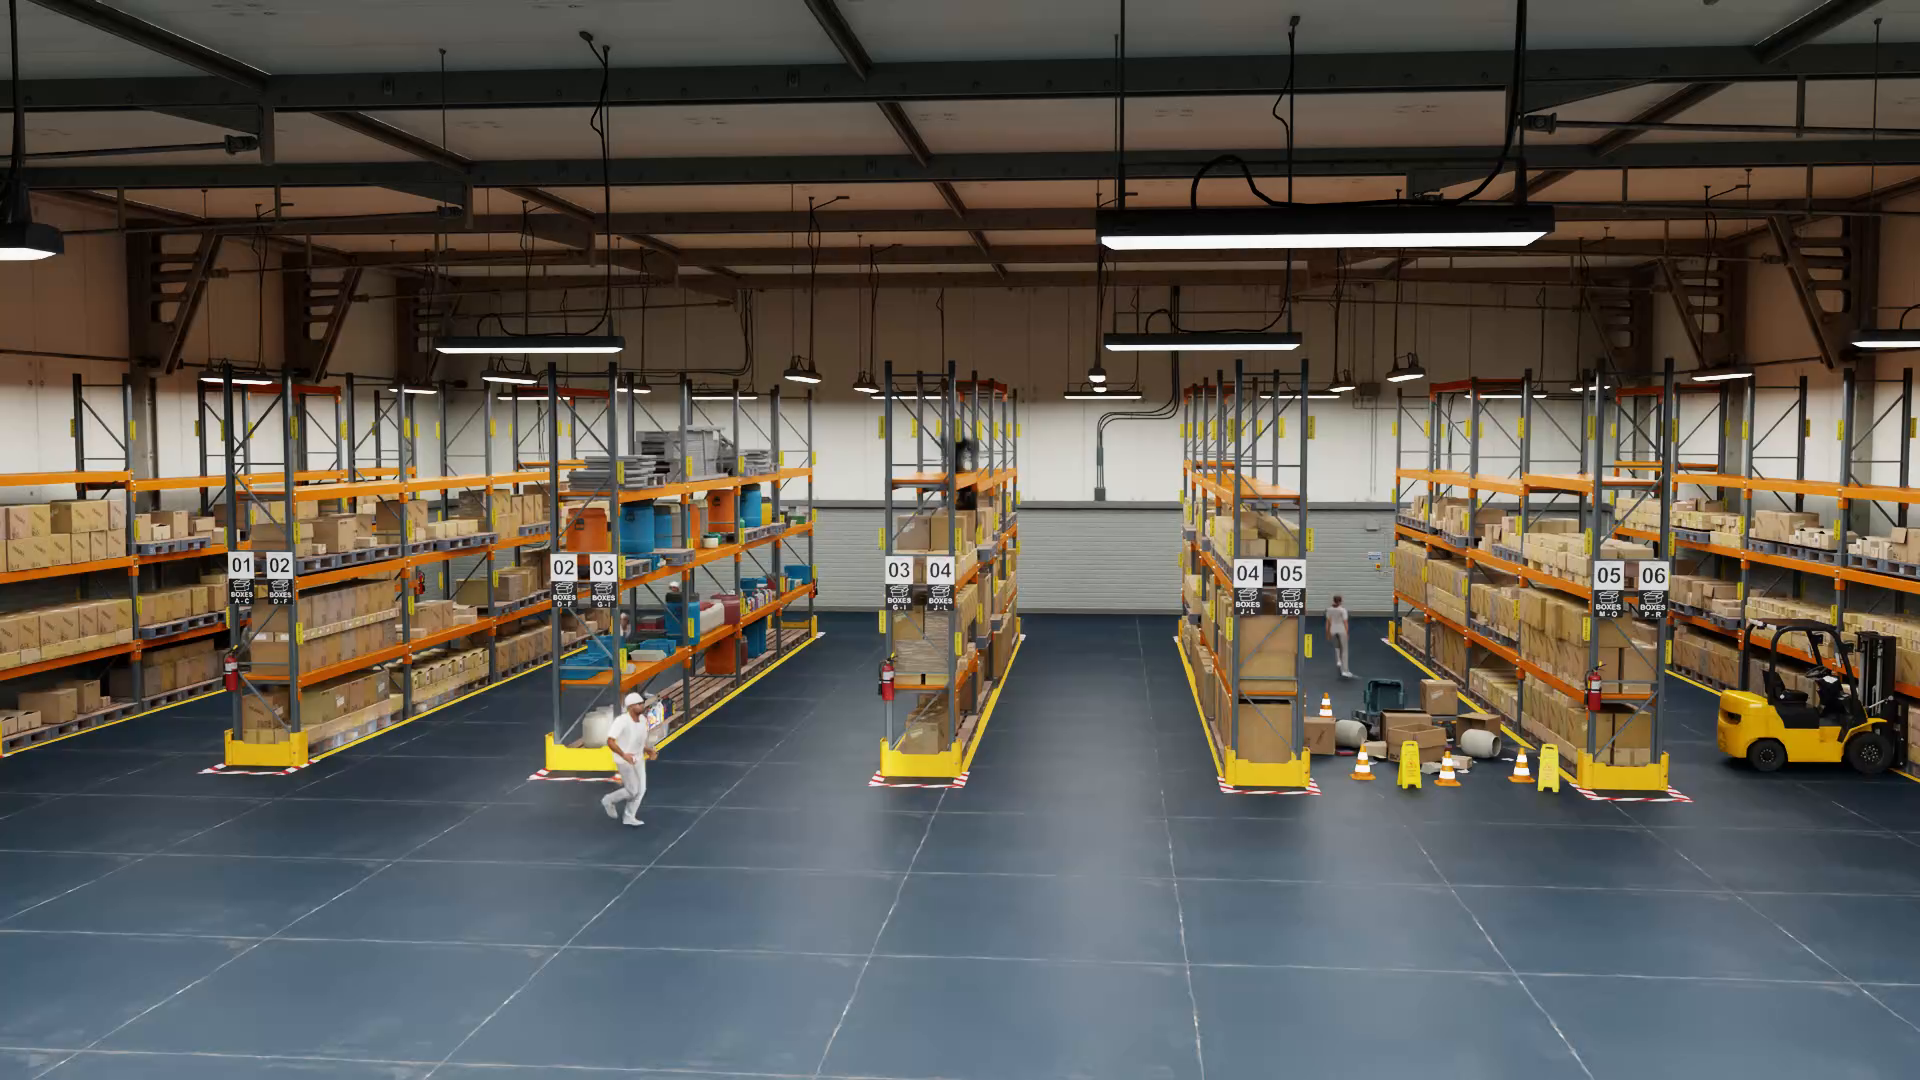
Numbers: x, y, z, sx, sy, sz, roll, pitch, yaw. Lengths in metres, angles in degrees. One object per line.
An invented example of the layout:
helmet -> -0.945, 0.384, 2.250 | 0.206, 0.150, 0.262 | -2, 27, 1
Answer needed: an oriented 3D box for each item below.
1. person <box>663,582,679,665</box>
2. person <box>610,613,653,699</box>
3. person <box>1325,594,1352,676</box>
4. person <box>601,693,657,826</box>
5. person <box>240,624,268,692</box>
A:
person -> -6.061, 1.776, 35.819 | 0.686, 1.787, 0.768 | 1, 4, 12
person -> -6.039, 2.156, 30.501 | 0.754, 1.696, 0.972 | 0, 4, -7
person -> 7.738, 1.943, 34.003 | 0.540, 1.631, 0.475 | 2, 4, 29
person -> -4.249, 2.774, 21.086 | 0.639, 1.699, 0.701 | 2, 4, 28
person -> -12.707, 2.166, 30.142 | 0.597, 1.774, 0.833 | 0, 4, 0
